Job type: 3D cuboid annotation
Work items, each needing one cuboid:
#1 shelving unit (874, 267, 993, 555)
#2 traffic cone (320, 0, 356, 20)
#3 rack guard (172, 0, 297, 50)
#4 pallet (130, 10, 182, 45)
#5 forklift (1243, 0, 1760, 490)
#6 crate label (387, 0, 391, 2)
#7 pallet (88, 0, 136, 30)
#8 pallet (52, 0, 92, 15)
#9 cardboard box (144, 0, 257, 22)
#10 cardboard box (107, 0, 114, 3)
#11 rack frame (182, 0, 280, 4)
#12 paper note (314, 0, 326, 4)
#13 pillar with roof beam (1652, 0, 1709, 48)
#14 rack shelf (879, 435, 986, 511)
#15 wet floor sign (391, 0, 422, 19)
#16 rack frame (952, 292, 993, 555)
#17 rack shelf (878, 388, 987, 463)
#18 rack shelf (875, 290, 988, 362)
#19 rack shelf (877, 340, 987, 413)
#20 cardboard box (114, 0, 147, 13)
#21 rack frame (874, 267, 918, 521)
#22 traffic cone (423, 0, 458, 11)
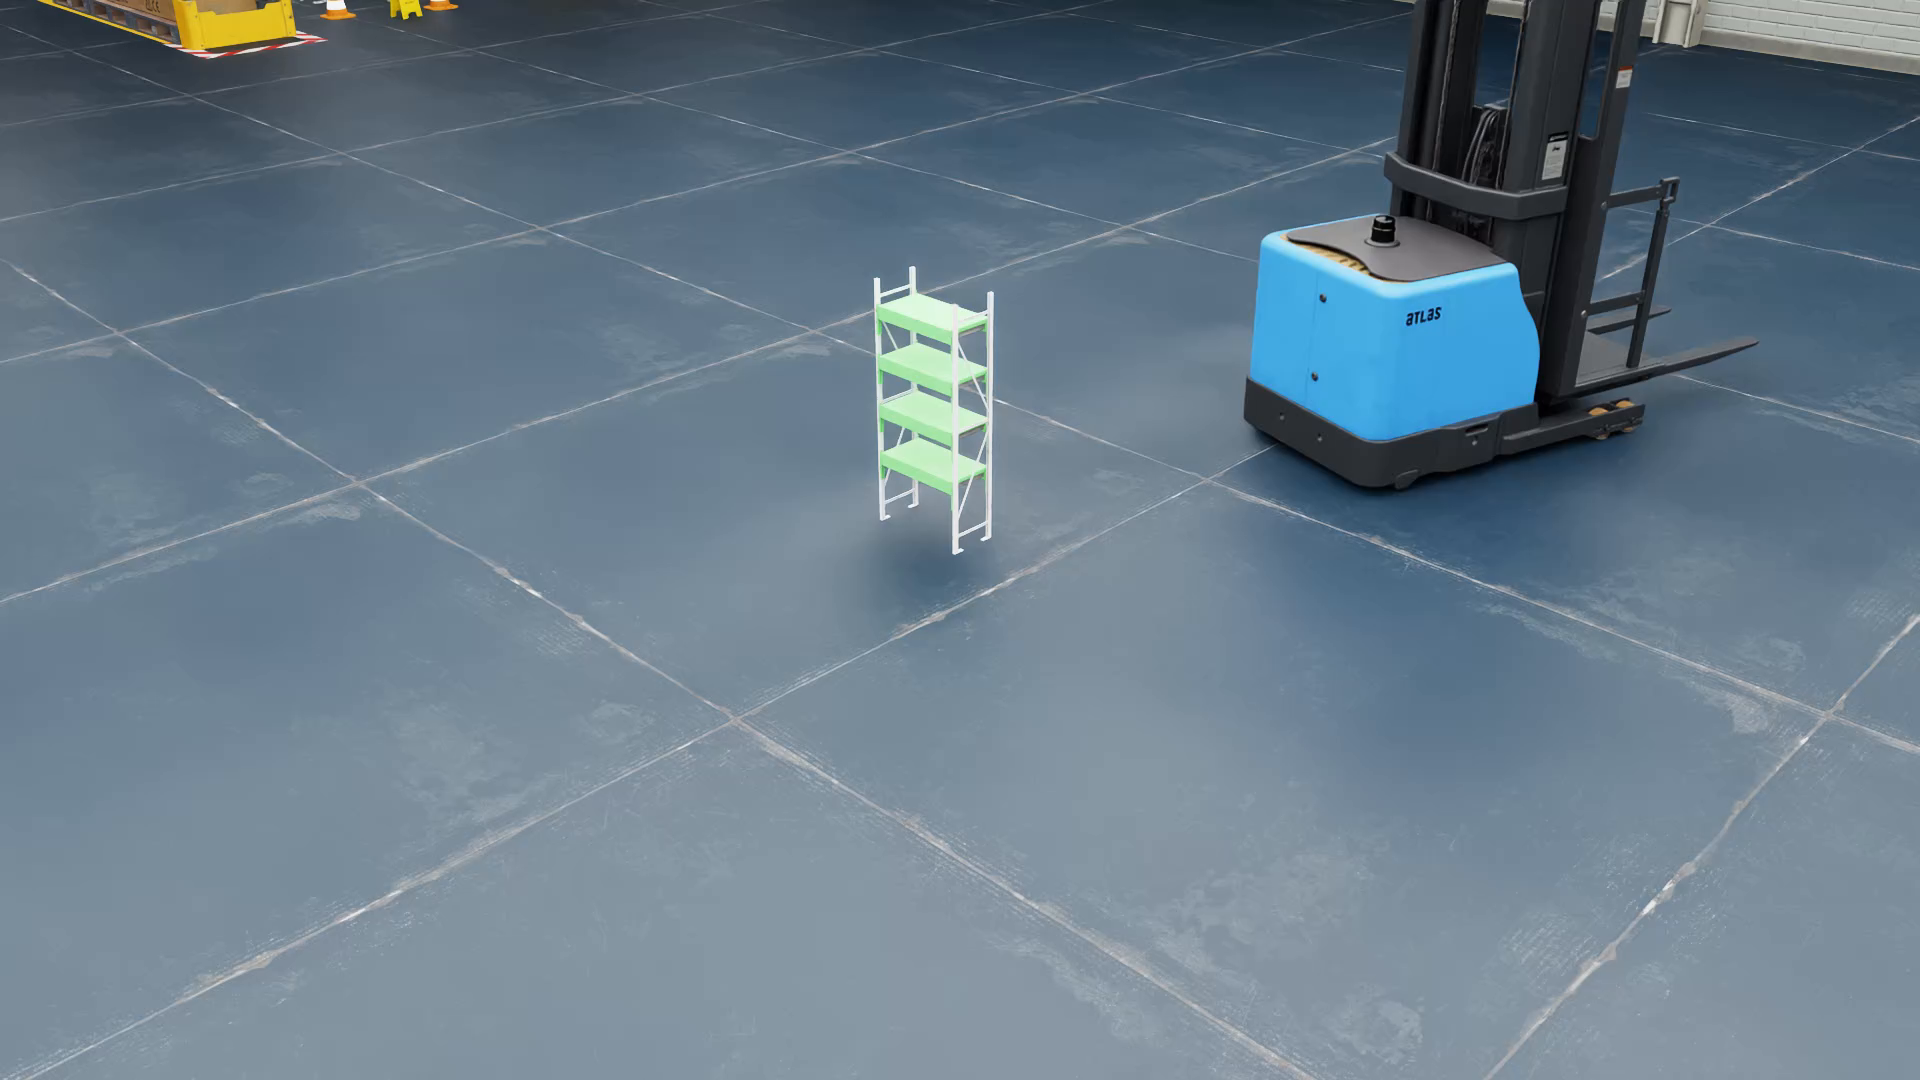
[{"bbox_3d":[-0.118,-0.585,7.573,0.503,1.200,0.258,25,36,38],"label":"shelving unit"},{"bbox_3d":[-7.219,-6.282,19.200,0.334,0.463,0.336,25,36,38],"label":"traffic cone"},{"bbox_3d":[-7.819,-5.646,17.951,0.348,0.500,1.175,25,36,38],"label":"rack guard"},{"bbox_3d":[-8.461,-5.761,18.480,1.213,0.211,1.003,25,36,38],"label":"pallet"},{"bbox_3d":[3.044,-2.024,8.451,3.031,2.935,1.130,-14,31,-25],"label":"forklift"},{"bbox_3d":[-6.789,-6.638,20.227,0.298,0.136,0.250,7,29,13],"label":"crate label"},{"bbox_3d":[-9.327,-6.159,19.237,1.213,0.211,1.003,25,36,38],"label":"pallet"},{"bbox_3d":[-10.201,-6.557,19.994,1.213,0.211,1.003,25,36,38],"label":"pallet"},{"bbox_3d":[-8.366,-6.205,18.160,0.875,0.875,0.875,25,37,39],"label":"cardboard box"},{"bbox_3d":[-9.644,-6.790,19.271,0.875,0.875,0.875,25,37,39],"label":"cardboard box"},{"bbox_3d":[-7.836,-6.760,17.384,0.127,3.000,1.000,25,36,38],"label":"rack frame"},{"bbox_3d":[-7.734,-6.507,20.094,0.144,0.017,0.142,-13,30,-22],"label":"paper note"},{"bbox_3d":[4.713,-7.922,13.147,0.400,9.000,9.100,25,36,38],"label":"pillar with roof beam"},{"bbox_3d":[-0.118,-0.316,7.715,0.480,0.148,0.258,25,36,38],"label":"rack shelf"},{"bbox_3d":[-6.427,-6.366,19.164,0.232,0.644,0.267,18,33,30],"label":"wet floor sign"},{"bbox_3d":[0.056,-0.505,7.422,0.015,1.200,0.240,25,36,38],"label":"rack frame"},{"bbox_3d":[-0.118,-0.529,7.603,0.480,0.148,0.258,25,36,38],"label":"rack shelf"},{"bbox_3d":[-0.118,-0.953,7.380,0.480,0.148,0.258,25,36,38],"label":"rack shelf"},{"bbox_3d":[-0.118,-0.741,7.492,0.480,0.148,0.258,25,36,38],"label":"rack shelf"},{"bbox_3d":[-8.995,-6.492,18.704,0.875,0.875,0.875,24,36,38],"label":"cardboard box"},{"bbox_3d":[-0.292,-0.665,7.725,0.015,1.200,0.240,25,36,38],"label":"rack frame"},{"bbox_3d":[-6.185,-6.546,19.702,0.334,0.463,0.336,25,36,38],"label":"traffic cone"}]
